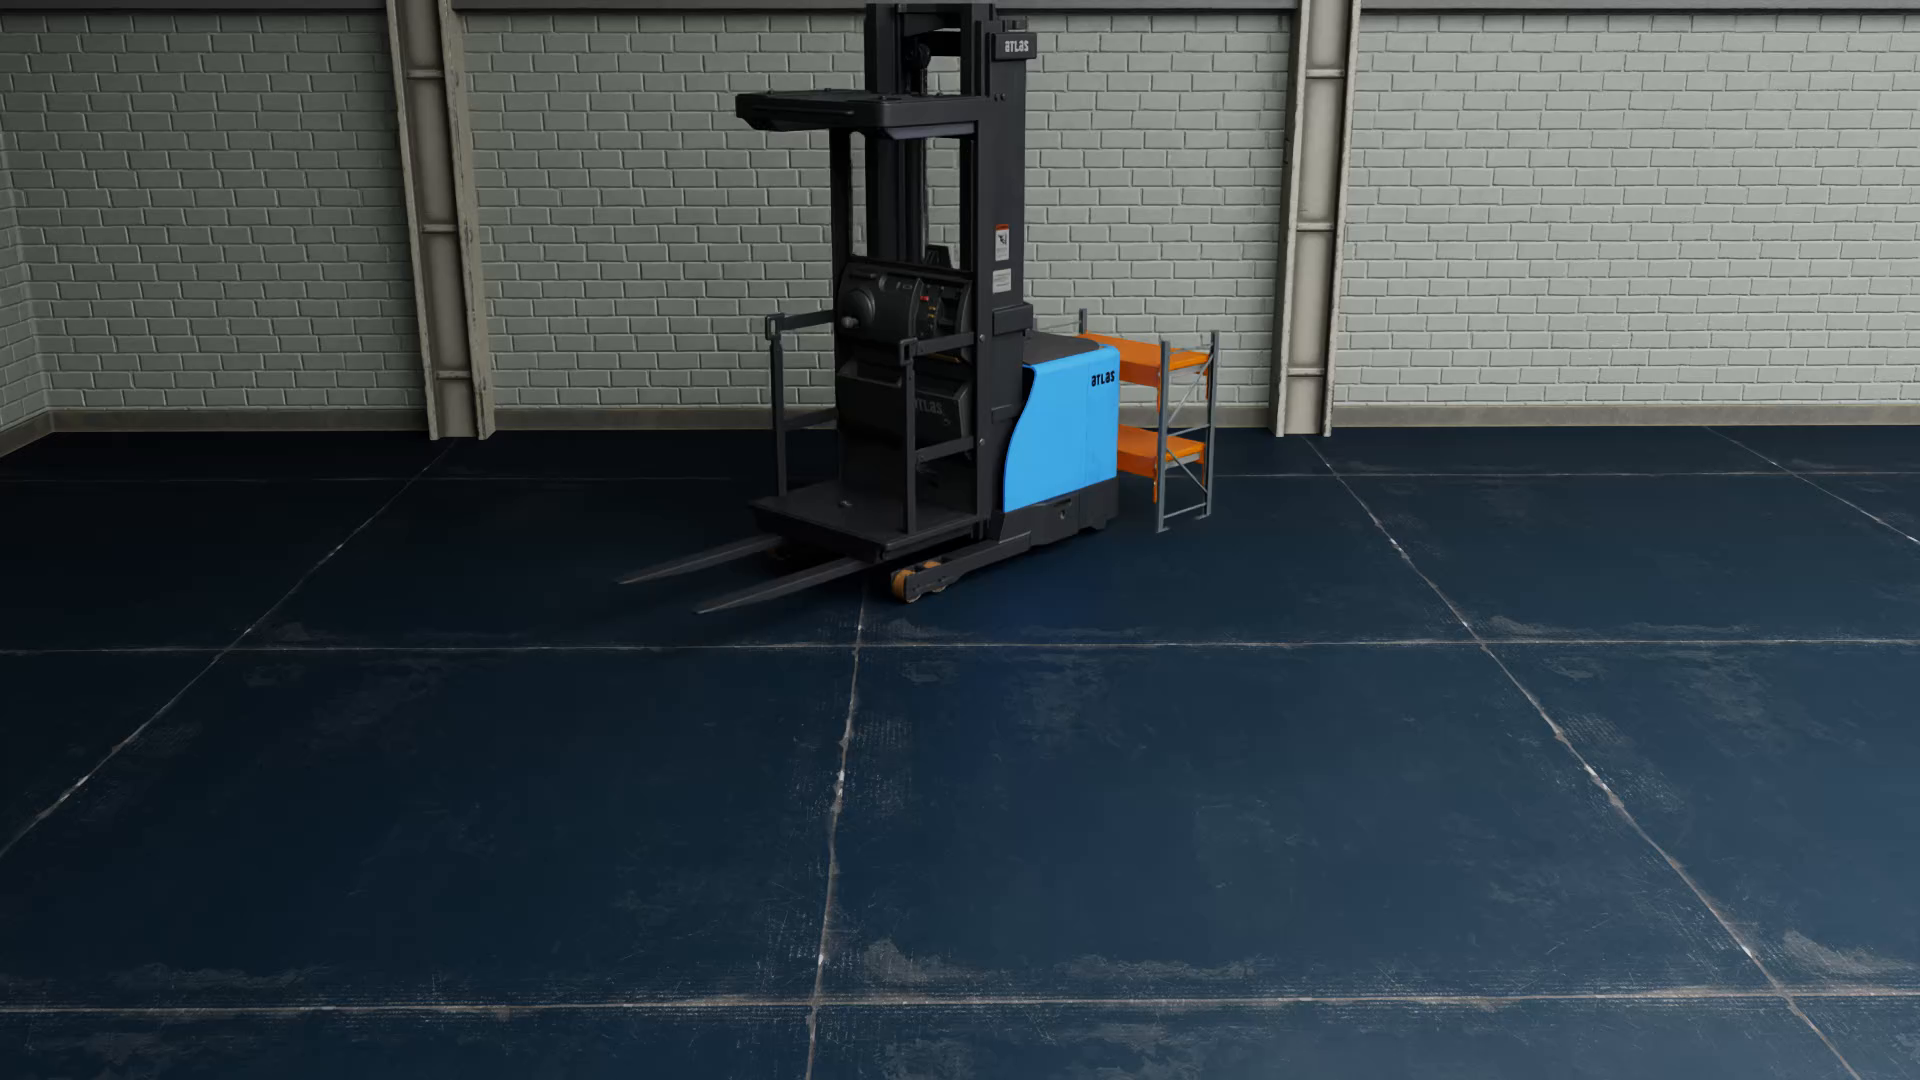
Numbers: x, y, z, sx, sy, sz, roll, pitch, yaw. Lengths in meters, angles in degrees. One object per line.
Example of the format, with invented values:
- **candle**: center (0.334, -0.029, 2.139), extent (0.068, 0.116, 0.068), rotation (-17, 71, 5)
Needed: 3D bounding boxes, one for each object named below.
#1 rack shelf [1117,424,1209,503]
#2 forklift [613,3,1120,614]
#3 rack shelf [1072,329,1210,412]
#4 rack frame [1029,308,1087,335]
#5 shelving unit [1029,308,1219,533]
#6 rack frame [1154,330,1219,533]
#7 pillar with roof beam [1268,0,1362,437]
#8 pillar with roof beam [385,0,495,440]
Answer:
- **rack shelf**: center (0.962, -0.511, 10.100), extent (0.538, 0.278, 1.000), rotation (-17, 24, -42)
- **forklift**: center (-0.440, -1.251, 8.648), extent (1.130, 2.935, 3.031), rotation (16, 24, 40)
- **rack shelf**: center (0.963, -1.023, 9.936), extent (0.538, 0.278, 1.000), rotation (-17, 24, -42)
- **rack frame**: center (0.605, -0.854, 10.369), extent (0.500, 1.125, 0.032), rotation (-17, 24, -42)
- **shelving unit**: center (0.963, -0.744, 10.025), extent (0.538, 1.125, 1.048), rotation (-17, 24, -42)
- **rack frame**: center (1.320, -0.634, 9.682), extent (0.500, 1.125, 0.032), rotation (-17, 24, -42)
- **pillar with roof beam**: center (2.511, -3.755, 6.520), extent (0.400, 9.000, 9.100), rotation (0, 18, -1)
- **pillar with roof beam**: center (-3.488, -3.726, 6.429), extent (0.400, 9.000, 9.100), rotation (0, 18, -1)
